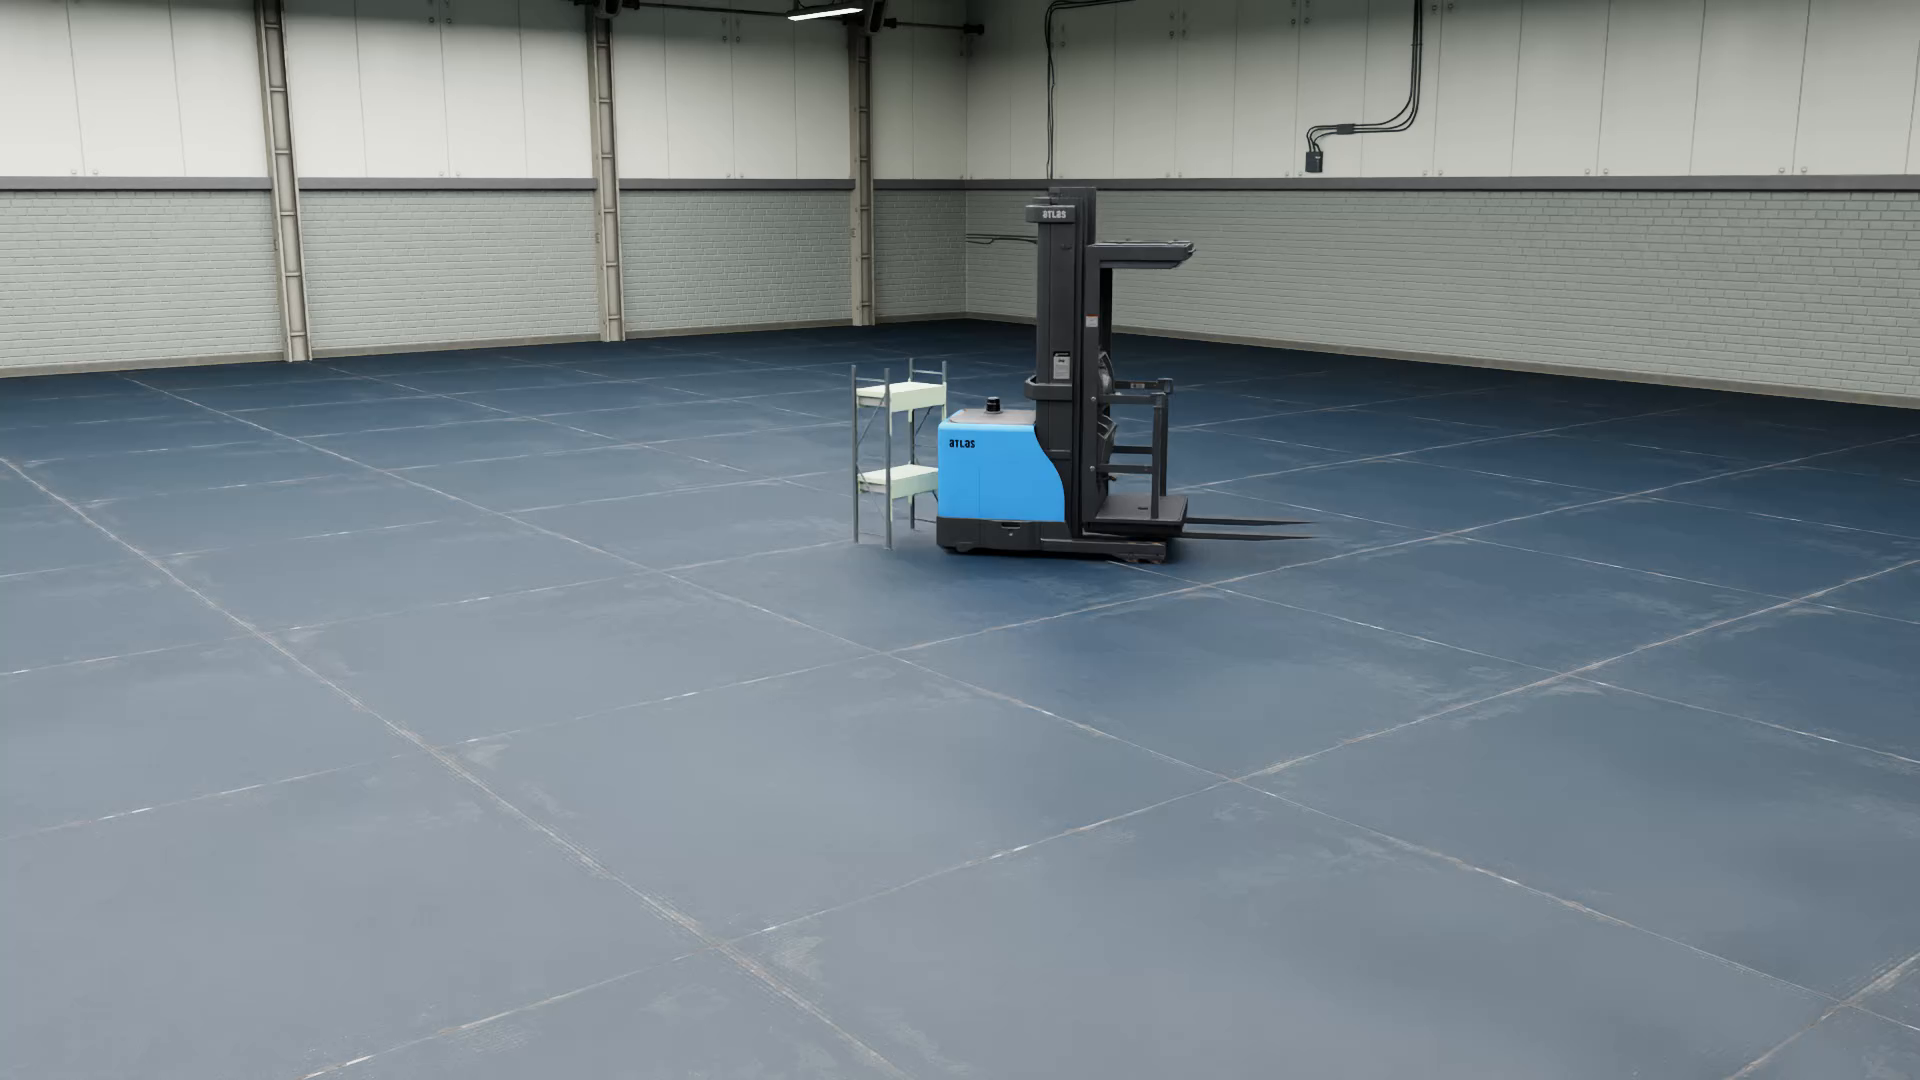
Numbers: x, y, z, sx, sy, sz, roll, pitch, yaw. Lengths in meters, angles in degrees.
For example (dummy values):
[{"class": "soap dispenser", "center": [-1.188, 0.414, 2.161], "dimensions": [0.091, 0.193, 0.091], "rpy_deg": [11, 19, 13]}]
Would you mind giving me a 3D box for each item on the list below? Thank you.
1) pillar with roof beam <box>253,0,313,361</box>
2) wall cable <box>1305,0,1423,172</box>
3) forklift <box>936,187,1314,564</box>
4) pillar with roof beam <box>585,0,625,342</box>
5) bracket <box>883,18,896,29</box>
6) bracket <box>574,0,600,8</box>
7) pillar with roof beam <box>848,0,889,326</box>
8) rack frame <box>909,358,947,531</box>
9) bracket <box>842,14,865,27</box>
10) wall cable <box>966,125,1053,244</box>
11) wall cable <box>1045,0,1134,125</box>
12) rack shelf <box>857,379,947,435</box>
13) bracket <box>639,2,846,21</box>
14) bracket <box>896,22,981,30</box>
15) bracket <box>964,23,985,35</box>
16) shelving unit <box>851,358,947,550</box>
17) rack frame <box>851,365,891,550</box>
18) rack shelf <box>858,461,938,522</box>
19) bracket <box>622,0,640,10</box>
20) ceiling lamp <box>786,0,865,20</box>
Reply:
[{"class": "pillar with roof beam", "center": [-8.780, -6.821, 24.588], "dimensions": [0.400, 9.000, 9.100], "rpy_deg": [-9, 15, -38]}, {"class": "wall cable", "center": [6.946, -9.366, 28.385], "dimensions": [0.169, 6.003, 2.305], "rpy_deg": [-9, 15, -38]}, {"class": "forklift", "center": [1.375, -1.364, 13.497], "dimensions": [3.031, 2.935, 1.130], "rpy_deg": [2, 12, 10]}, {"class": "pillar with roof beam", "center": [-4.095, -7.600, 28.254], "dimensions": [0.548, 9.000, 9.100], "rpy_deg": [-9, 15, -38]}, {"class": "bracket", "center": [-1.553, -10.834, 34.818], "dimensions": [0.430, 0.232, 0.235], "rpy_deg": [-9, 15, -38]}, {"class": "bracket", "center": [-6.886, -9.947, 30.644], "dimensions": [0.430, 0.232, 0.235], "rpy_deg": [-9, 15, -38]}, {"class": "pillar with roof beam", "center": [0.590, -8.378, 31.921], "dimensions": [0.548, 9.000, 9.100], "rpy_deg": [-9, 15, -38]}, {"class": "rack frame", "center": [-0.272, -0.795, 14.261], "dimensions": [0.400, 1.500, 0.023], "rpy_deg": [9, 15, 38]}, {"class": "bracket", "center": [-2.201, -10.726, 34.310], "dimensions": [0.430, 0.232, 0.235], "rpy_deg": [-9, 15, -38]}, {"class": "wall cable", "center": [1.028, -7.725, 36.322], "dimensions": [0.112, 2.526, 3.097], "rpy_deg": [-9, 15, -38]}, {"class": "wall cable", "center": [2.718, -9.757, 33.731], "dimensions": [0.112, 2.526, 3.097], "rpy_deg": [-9, 15, -38]}, {"class": "rack shelf", "center": [-0.501, -1.117, 13.900], "dimensions": [0.431, 0.370, 0.720], "rpy_deg": [9, 15, 38]}, {"class": "bracket", "center": [-4.213, -10.392, 32.736], "dimensions": [4.783, 0.066, 0.076], "rpy_deg": [-9, 15, -38]}, {"class": "bracket", "center": [-0.164, -11.064, 35.905], "dimensions": [3.189, 0.066, 0.076], "rpy_deg": [-9, 15, -38]}, {"class": "bracket", "center": [0.297, -11.141, 36.266], "dimensions": [0.430, 0.232, 0.235], "rpy_deg": [-9, 15, -38]}, {"class": "shelving unit", "center": [-0.501, -0.735, 13.981], "dimensions": [0.431, 1.500, 0.755], "rpy_deg": [9, 15, 38]}, {"class": "rack frame", "center": [-0.730, -0.676, 13.702], "dimensions": [0.400, 1.500, 0.023], "rpy_deg": [9, 15, 38]}, {"class": "rack shelf", "center": [-0.501, -0.417, 14.049], "dimensions": [0.431, 0.370, 0.720], "rpy_deg": [9, 15, 38]}, {"class": "bracket", "center": [-6.238, -10.055, 31.151], "dimensions": [0.430, 0.232, 0.235], "rpy_deg": [-9, 15, -38]}, {"class": "ceiling lamp", "center": [-2.149, -10.660, 28.614], "dimensions": [0.800, 3.185, 2.000], "rpy_deg": [-9, 15, -38]}]
